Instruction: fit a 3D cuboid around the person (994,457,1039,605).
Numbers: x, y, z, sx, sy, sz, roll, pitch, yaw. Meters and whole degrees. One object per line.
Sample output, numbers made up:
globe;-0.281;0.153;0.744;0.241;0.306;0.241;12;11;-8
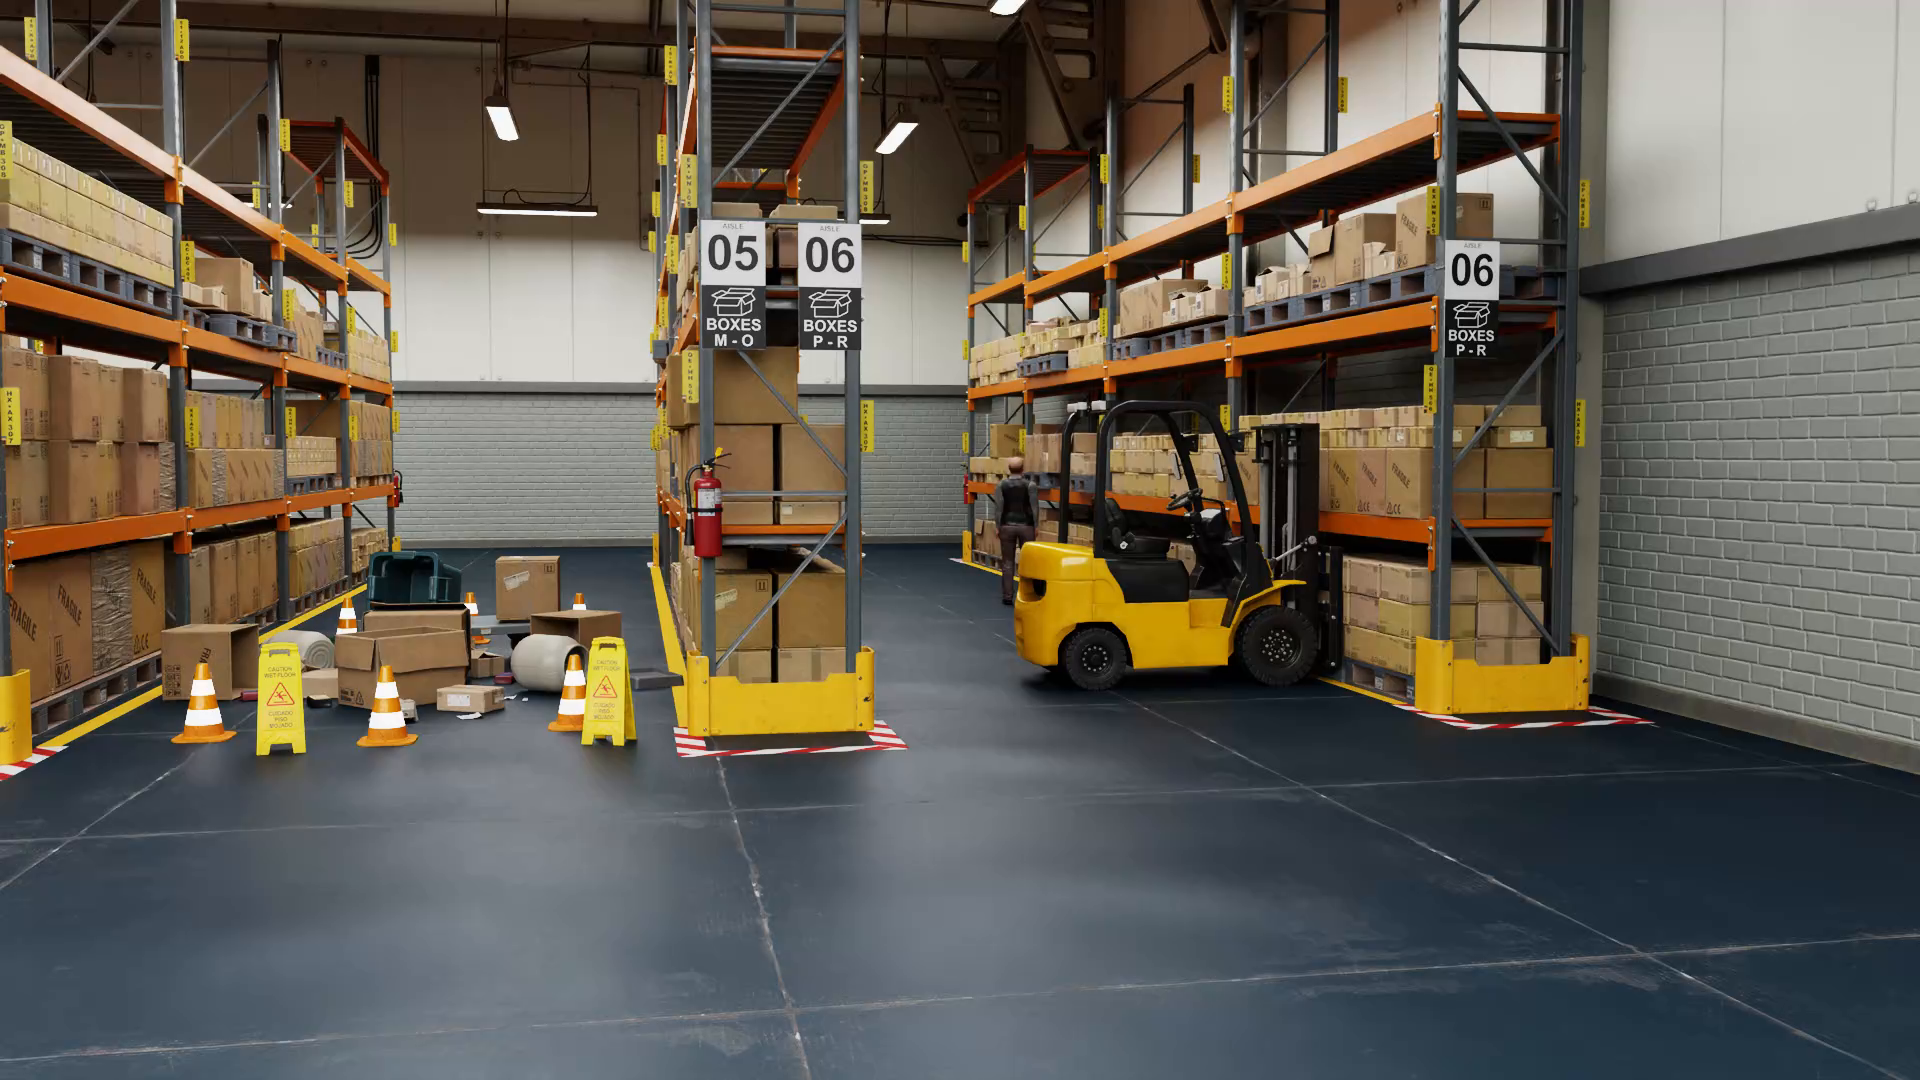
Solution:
person;0.665;-0.108;19.409;0.524;1.723;0.368;0;3;6
